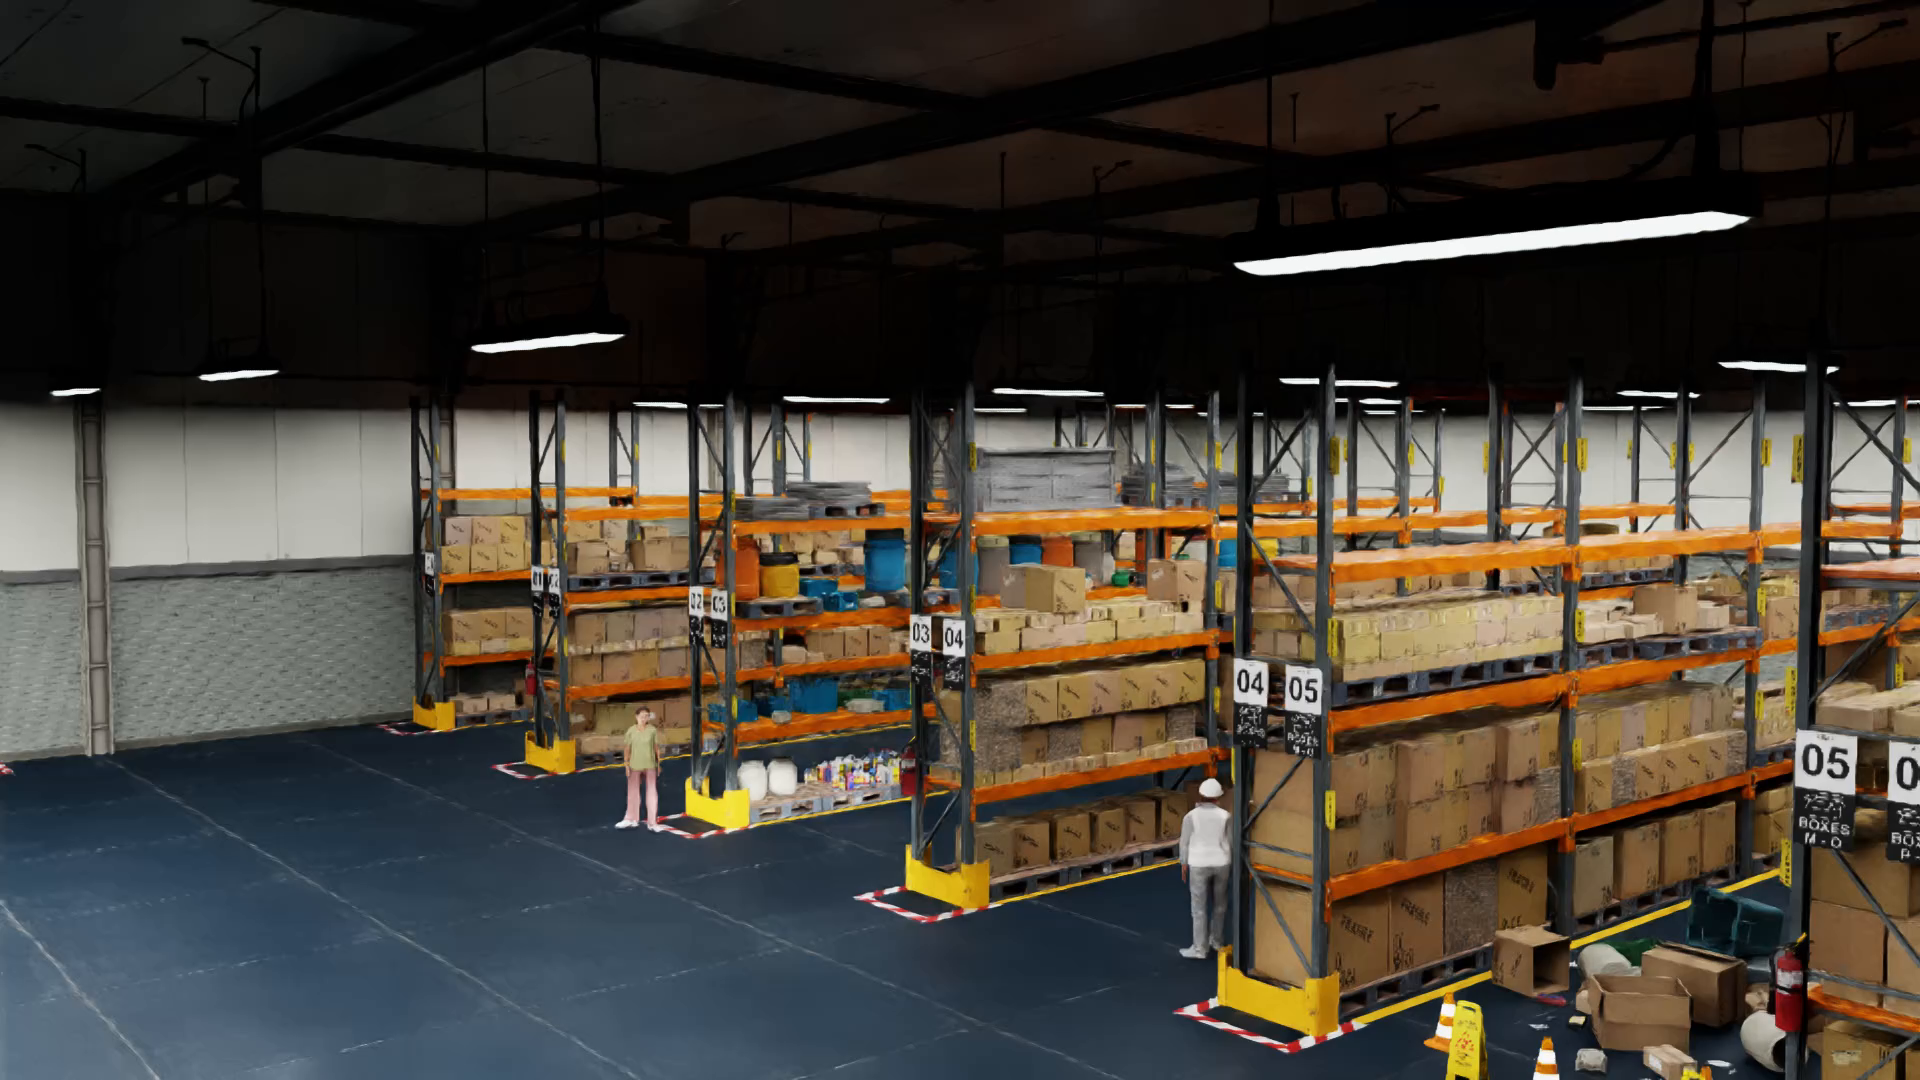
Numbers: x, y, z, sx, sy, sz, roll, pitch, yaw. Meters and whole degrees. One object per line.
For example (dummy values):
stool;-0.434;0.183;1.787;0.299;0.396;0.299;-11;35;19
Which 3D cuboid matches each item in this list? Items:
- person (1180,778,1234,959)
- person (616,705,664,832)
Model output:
person;2.512;3.274;16.770;0.626;1.766;0.576;0;3;-8
person;-4.266;3.024;22.122;0.648;1.670;0.418;0;3;-6
